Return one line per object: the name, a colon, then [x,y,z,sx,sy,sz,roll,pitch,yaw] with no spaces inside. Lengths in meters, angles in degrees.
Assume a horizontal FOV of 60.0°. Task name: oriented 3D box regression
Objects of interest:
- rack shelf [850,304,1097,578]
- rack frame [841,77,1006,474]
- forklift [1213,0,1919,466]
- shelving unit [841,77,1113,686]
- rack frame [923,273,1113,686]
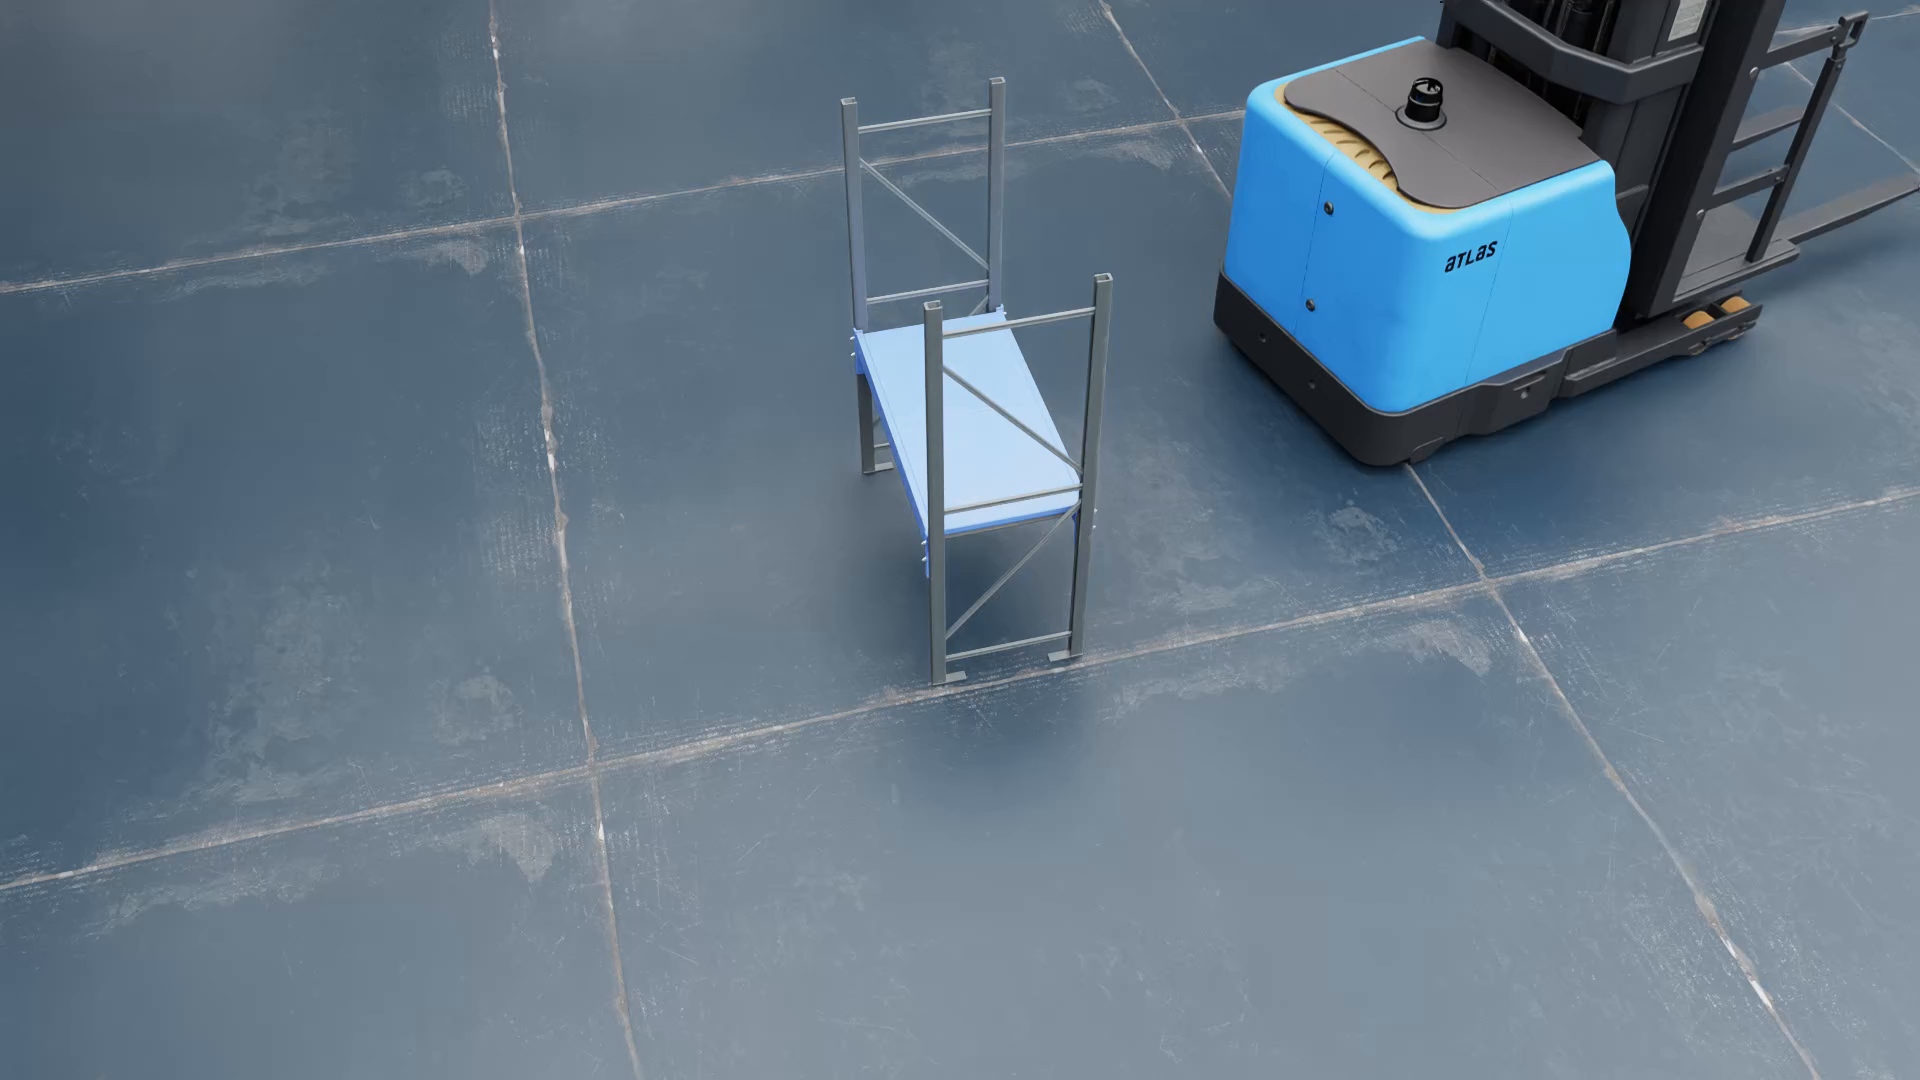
rack shelf: [0.022,-0.340,5.285,0.538,0.185,1.000,-11,47,-10]
rack frame: [-0.108,-0.817,5.501,0.500,1.500,0.032,-11,47,-10]
forklift: [2.532,-2.055,5.712,3.031,2.935,1.130,-21,49,-20]
shelving unit: [0.022,-0.466,5.157,0.538,1.500,1.048,-11,47,-10]
rack frame: [0.152,-0.115,4.813,0.500,1.500,0.032,-11,47,-10]
